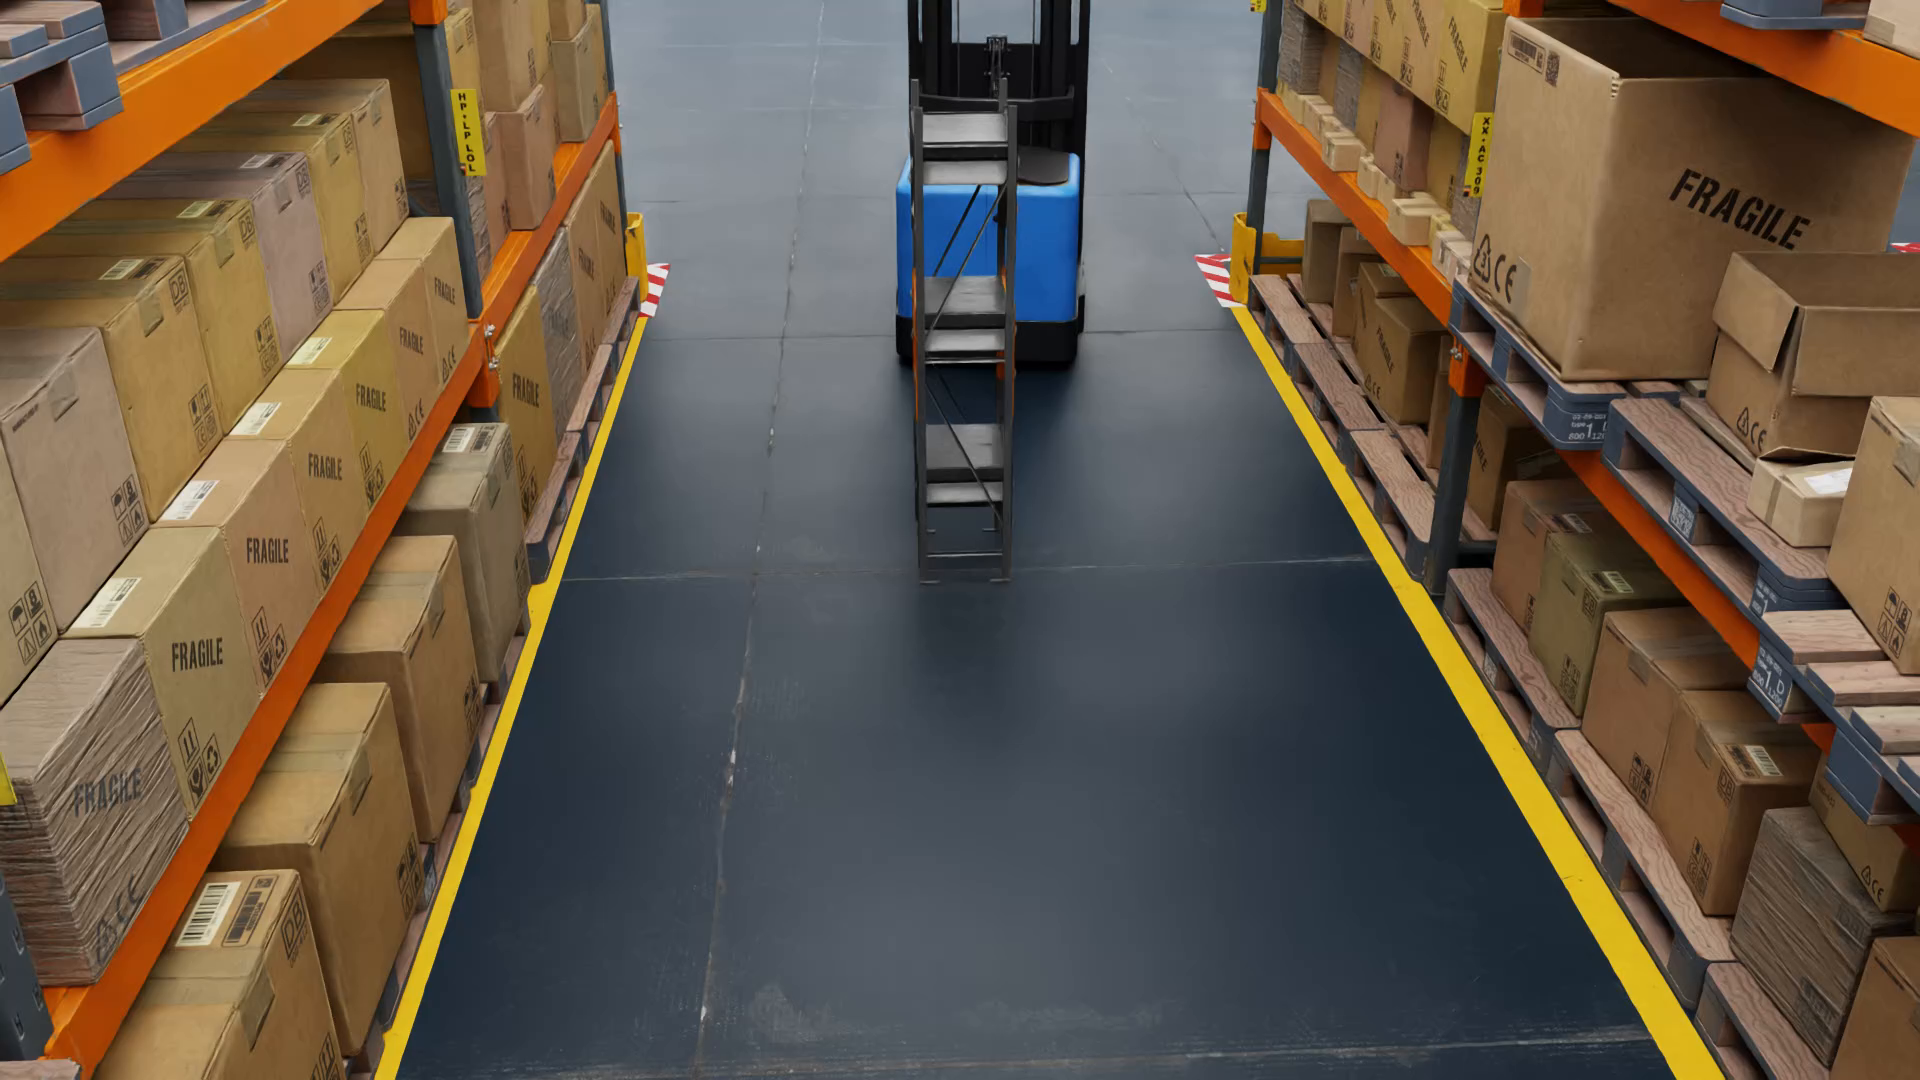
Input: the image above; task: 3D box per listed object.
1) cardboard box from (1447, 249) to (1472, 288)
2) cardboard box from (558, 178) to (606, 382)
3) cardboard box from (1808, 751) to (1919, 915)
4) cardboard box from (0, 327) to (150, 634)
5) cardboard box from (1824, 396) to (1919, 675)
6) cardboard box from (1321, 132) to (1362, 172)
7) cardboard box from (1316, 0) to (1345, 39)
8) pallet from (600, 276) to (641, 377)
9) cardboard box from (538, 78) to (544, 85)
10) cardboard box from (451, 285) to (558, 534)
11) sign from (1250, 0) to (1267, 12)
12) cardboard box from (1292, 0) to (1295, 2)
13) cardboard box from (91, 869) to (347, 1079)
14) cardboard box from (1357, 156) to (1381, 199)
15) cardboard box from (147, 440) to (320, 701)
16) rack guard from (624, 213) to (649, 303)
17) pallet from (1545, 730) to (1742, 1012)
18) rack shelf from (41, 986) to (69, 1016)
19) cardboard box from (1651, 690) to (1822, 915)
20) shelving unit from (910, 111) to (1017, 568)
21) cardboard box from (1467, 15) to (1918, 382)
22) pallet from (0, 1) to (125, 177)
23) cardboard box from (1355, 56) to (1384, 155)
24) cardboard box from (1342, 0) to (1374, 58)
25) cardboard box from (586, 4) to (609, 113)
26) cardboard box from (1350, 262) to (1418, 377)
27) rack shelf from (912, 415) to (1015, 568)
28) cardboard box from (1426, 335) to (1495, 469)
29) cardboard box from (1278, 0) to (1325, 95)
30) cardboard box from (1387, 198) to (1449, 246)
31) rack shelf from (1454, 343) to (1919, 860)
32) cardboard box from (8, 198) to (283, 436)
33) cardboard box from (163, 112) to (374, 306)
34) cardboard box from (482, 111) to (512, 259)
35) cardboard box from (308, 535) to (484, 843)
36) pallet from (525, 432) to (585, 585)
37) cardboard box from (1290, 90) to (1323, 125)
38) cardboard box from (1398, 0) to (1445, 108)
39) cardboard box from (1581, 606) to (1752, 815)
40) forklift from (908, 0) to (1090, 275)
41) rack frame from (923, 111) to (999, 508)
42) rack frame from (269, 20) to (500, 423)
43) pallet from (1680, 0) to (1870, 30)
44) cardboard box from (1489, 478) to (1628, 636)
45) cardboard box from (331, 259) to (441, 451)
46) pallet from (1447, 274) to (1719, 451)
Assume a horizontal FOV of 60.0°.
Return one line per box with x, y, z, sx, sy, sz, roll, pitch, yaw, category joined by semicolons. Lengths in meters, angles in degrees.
2.249;-1.099;6.885;0.380;0.149;0.250;-1;28;-3;cardboard box
-2.464;-1.419;9.070;0.875;0.875;0.875;-2;28;-3;cardboard box
2.660;0.756;4.472;0.500;0.250;0.500;2;28;3;cardboard box
-2.237;-0.127;3.560;0.700;0.500;0.500;-2;28;-3;cardboard box
2.565;-0.005;3.954;0.700;0.500;0.500;3;28;5;cardboard box
2.103;-2.022;8.654;0.380;0.149;0.250;-1;28;-3;cardboard box
2.148;-2.862;8.483;0.500;0.500;0.500;-1;28;-3;cardboard box
-2.494;-1.288;9.992;1.003;0.211;1.213;-1;28;-3;pallet
-2.526;-2.030;8.236;0.875;0.550;0.500;-1;28;-3;cardboard box
-2.368;-0.581;7.464;0.875;0.875;0.875;-1;28;-2;cardboard box
1.803;-3.336;9.966;0.100;0.325;0.005;-1;28;-3;sign
2.101;-3.324;9.369;0.500;0.500;0.500;-1;28;-3;cardboard box
-2.138;1.330;3.935;1.050;0.750;0.750;-2;28;-3;cardboard box
2.185;-1.792;8.214;0.380;0.149;0.250;-1;28;-3;cardboard box
-2.005;0.076;4.252;0.500;0.500;0.500;-1;28;-3;cardboard box
-2.615;-1.795;10.651;1.175;0.500;0.348;-1;28;-3;rack guard
2.663;1.043;5.523;1.003;0.211;1.213;-1;28;-3;pallet
-2.300;0.111;4.860;0.919;0.124;3.809;-1;28;-3;rack shelf
2.629;0.816;5.169;0.700;0.500;0.500;1;28;2;cardboard box
-5.799;-2.069;6.045;12.070;5.092;0.667;-1;28;-3;shelving unit
2.455;-1.200;5.704;1.000;1.000;1.000;-1;28;-2;cardboard box
-2.282;-0.740;2.886;1.213;0.211;1.003;0;28;0;pallet
2.499;-2.047;8.162;0.875;0.649;0.860;-1;28;-3;cardboard box
2.180;-2.632;8.041;0.500;0.500;0.500;-1;28;-3;cardboard box
-2.549;-2.788;9.691;0.875;0.550;0.550;-1;28;-3;cardboard box
2.440;-1.190;9.036;0.500;0.500;0.500;1;28;2;cardboard box
0.009;-0.222;7.448;0.431;0.518;0.480;-1;28;-3;rack shelf
2.555;-2.010;8.730;1.144;2.239;2.984;7;28;14;cardboard box
2.346;-2.887;9.612;0.875;0.500;0.500;-1;28;-3;cardboard box
2.168;-1.444;7.547;0.380;0.149;0.250;-1;28;-3;cardboard box
2.658;0.124;5.046;1.077;0.370;4.000;-1;28;-3;rack shelf
-2.293;-0.599;4.466;0.700;0.500;0.500;-2;28;-3;cardboard box
-2.344;-1.066;5.361;0.700;0.500;0.500;-2;28;-3;cardboard box
-2.487;-1.535;7.287;0.875;0.550;0.550;-1;28;-3;cardboard box
-2.236;0.496;5.533;1.050;0.750;0.750;-1;28;-3;cardboard box
-2.366;-0.162;7.832;1.003;0.211;1.213;-1;28;-3;pallet
2.114;-2.485;9.542;0.380;0.149;0.250;-1;28;-3;cardboard box
2.228;-2.170;7.155;0.500;0.500;0.500;-1;28;-3;cardboard box
2.600;0.558;5.663;0.730;0.500;0.544;-2;28;-4;cardboard box
0.254;-2.974;10.283;1.121;2.935;3.031;2;28;3;forklift
-0.005;-0.967;7.334;0.380;1.831;0.006;-1;28;-3;rack frame
-2.405;-1.045;6.510;1.000;3.000;0.127;-1;28;-3;rack frame
2.537;-1.598;4.530;1.213;0.211;1.003;-1;28;-3;pallet
2.564;0.079;6.582;0.700;0.500;0.500;-3;28;-7;cardboard box
-2.084;-0.622;5.590;0.500;0.500;0.500;-2;28;-3;cardboard box
2.448;-0.677;6.011;1.003;0.211;1.213;-1;28;-3;pallet
